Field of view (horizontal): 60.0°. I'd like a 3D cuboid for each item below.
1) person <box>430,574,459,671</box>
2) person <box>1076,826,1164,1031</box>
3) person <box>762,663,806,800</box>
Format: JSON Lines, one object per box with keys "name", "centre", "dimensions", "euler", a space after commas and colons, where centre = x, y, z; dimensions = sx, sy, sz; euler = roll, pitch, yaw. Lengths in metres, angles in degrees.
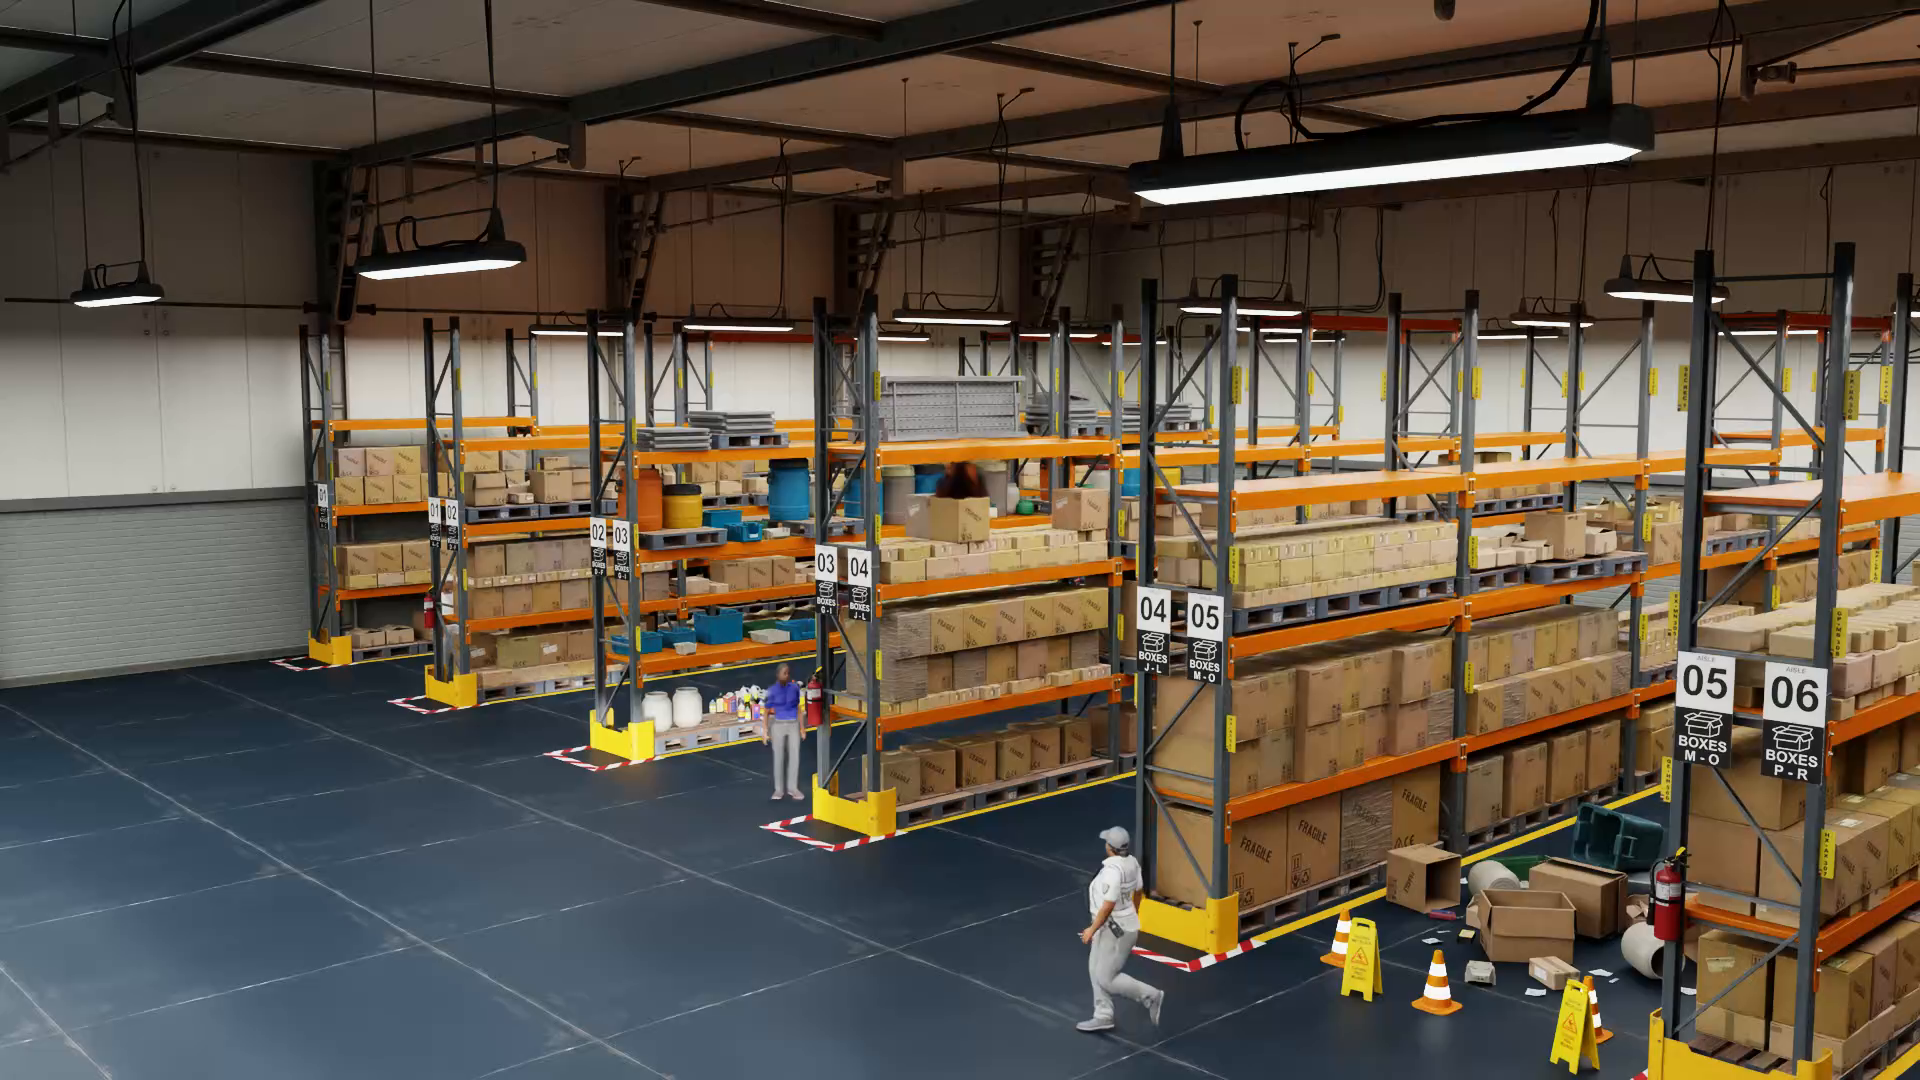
{"name": "person", "centre": [-8.568, 1.482, 27.899], "dimensions": [0.649, 1.817, 0.595], "euler": [-1, 6, -13]}
{"name": "person", "centre": [1.250, 3.040, 12.922], "dimensions": [0.652, 1.664, 0.503], "euler": [0, 6, -5]}
{"name": "person", "centre": [-2.124, 2.312, 20.143], "dimensions": [0.549, 1.668, 0.324], "euler": [-3, 6, -23]}
